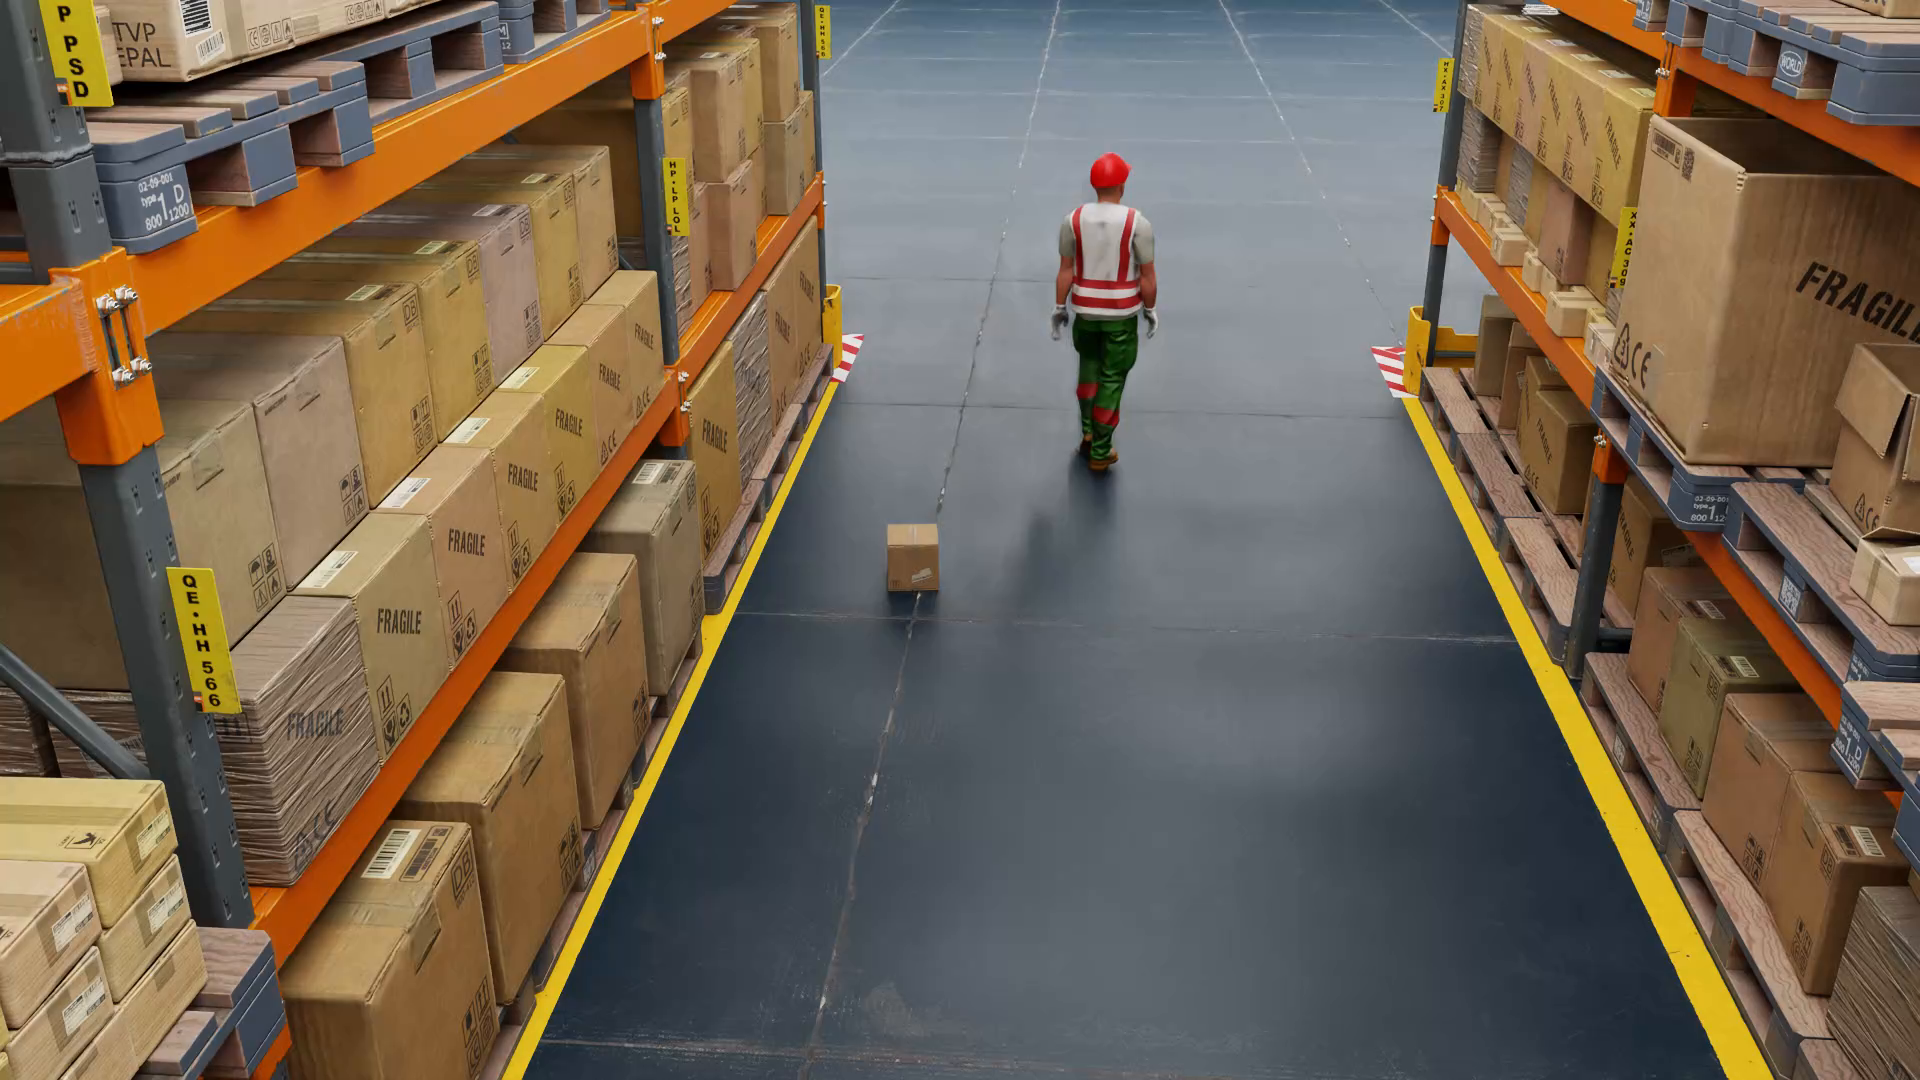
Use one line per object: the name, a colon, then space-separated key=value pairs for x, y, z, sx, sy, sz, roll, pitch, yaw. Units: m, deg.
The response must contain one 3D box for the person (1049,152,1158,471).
person: x=0.826 y=-1.271 z=9.396 sx=0.588 sy=1.843 sz=0.519 roll=10 pitch=26 yaw=21
